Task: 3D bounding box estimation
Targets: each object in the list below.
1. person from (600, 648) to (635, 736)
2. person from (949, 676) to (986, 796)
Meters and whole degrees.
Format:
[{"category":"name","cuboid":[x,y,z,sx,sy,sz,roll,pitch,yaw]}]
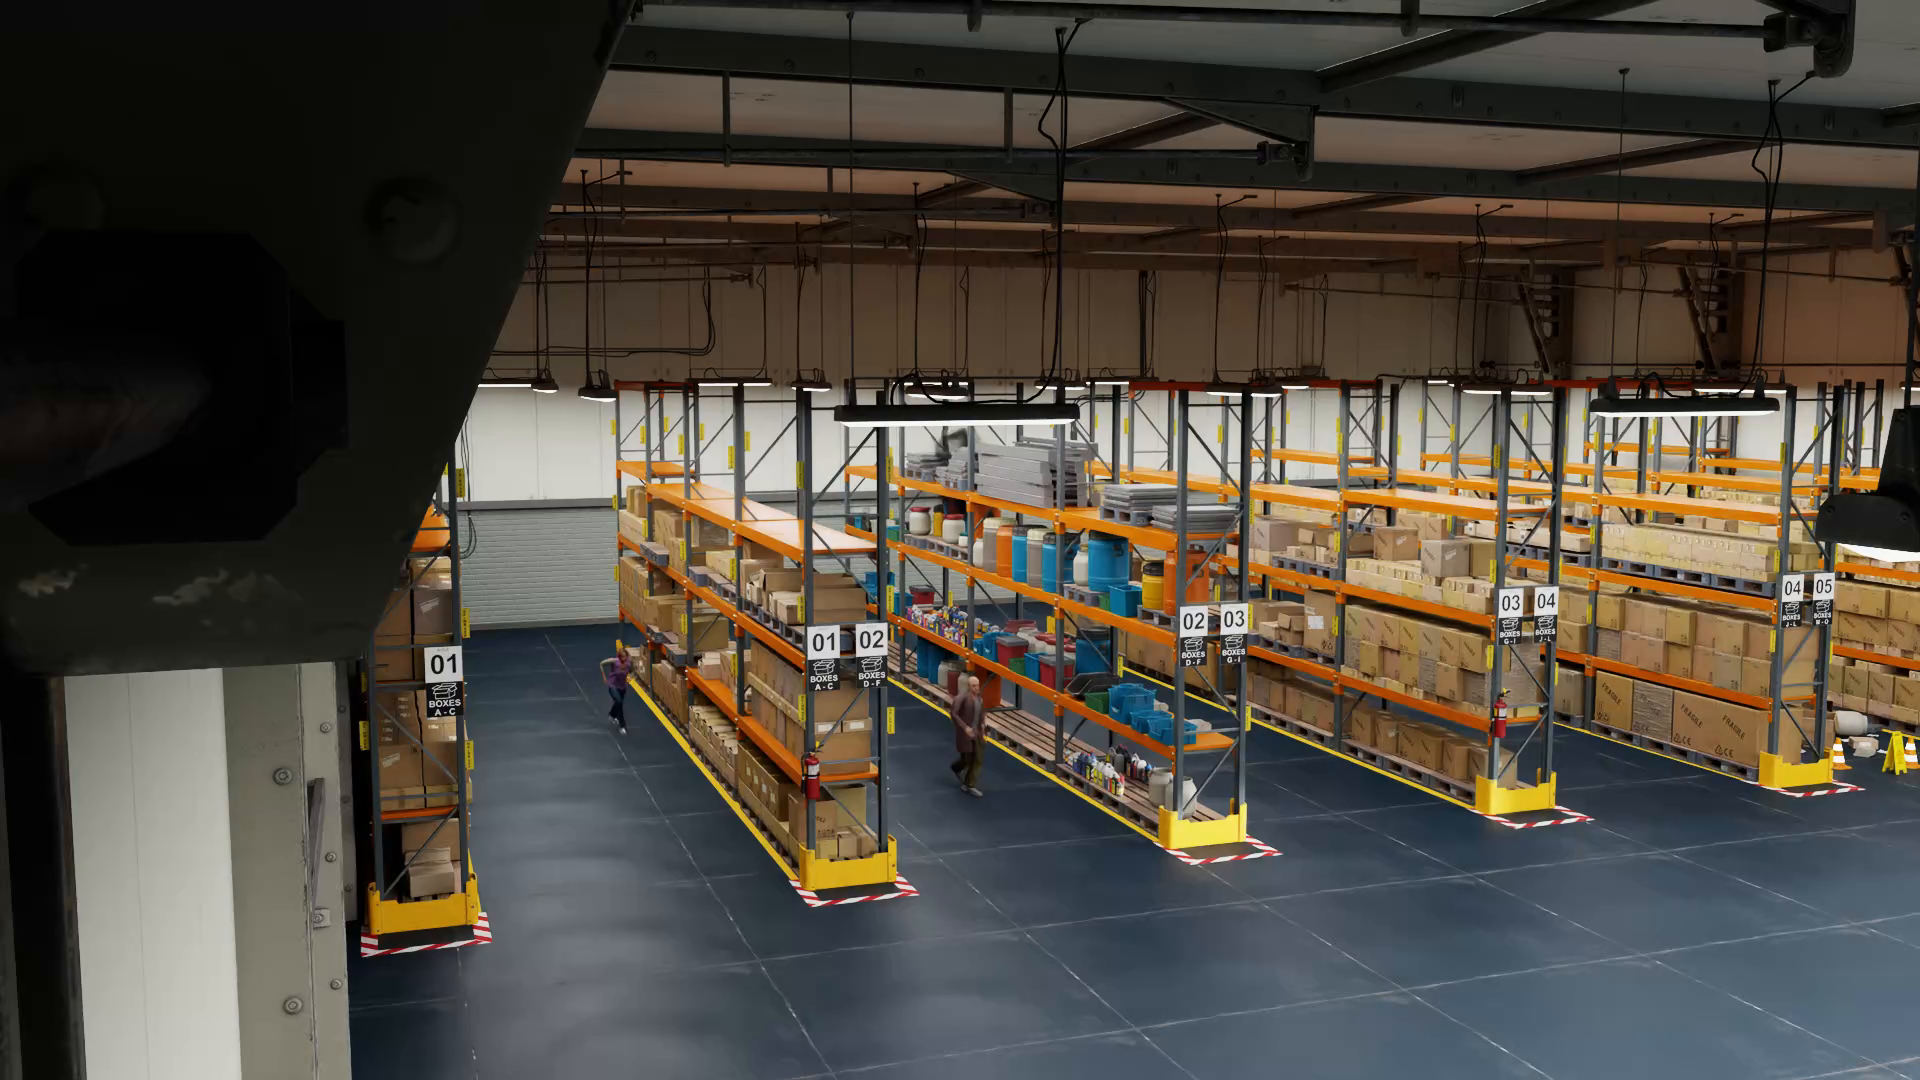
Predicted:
[{"category":"person","cuboid":[-5.914,2.579,28.630,0.585,1.545,0.904,-3,7,-27]},{"category":"person","cuboid":[0.070,2.869,24.685,0.708,1.763,0.808,-4,7,-33]}]
